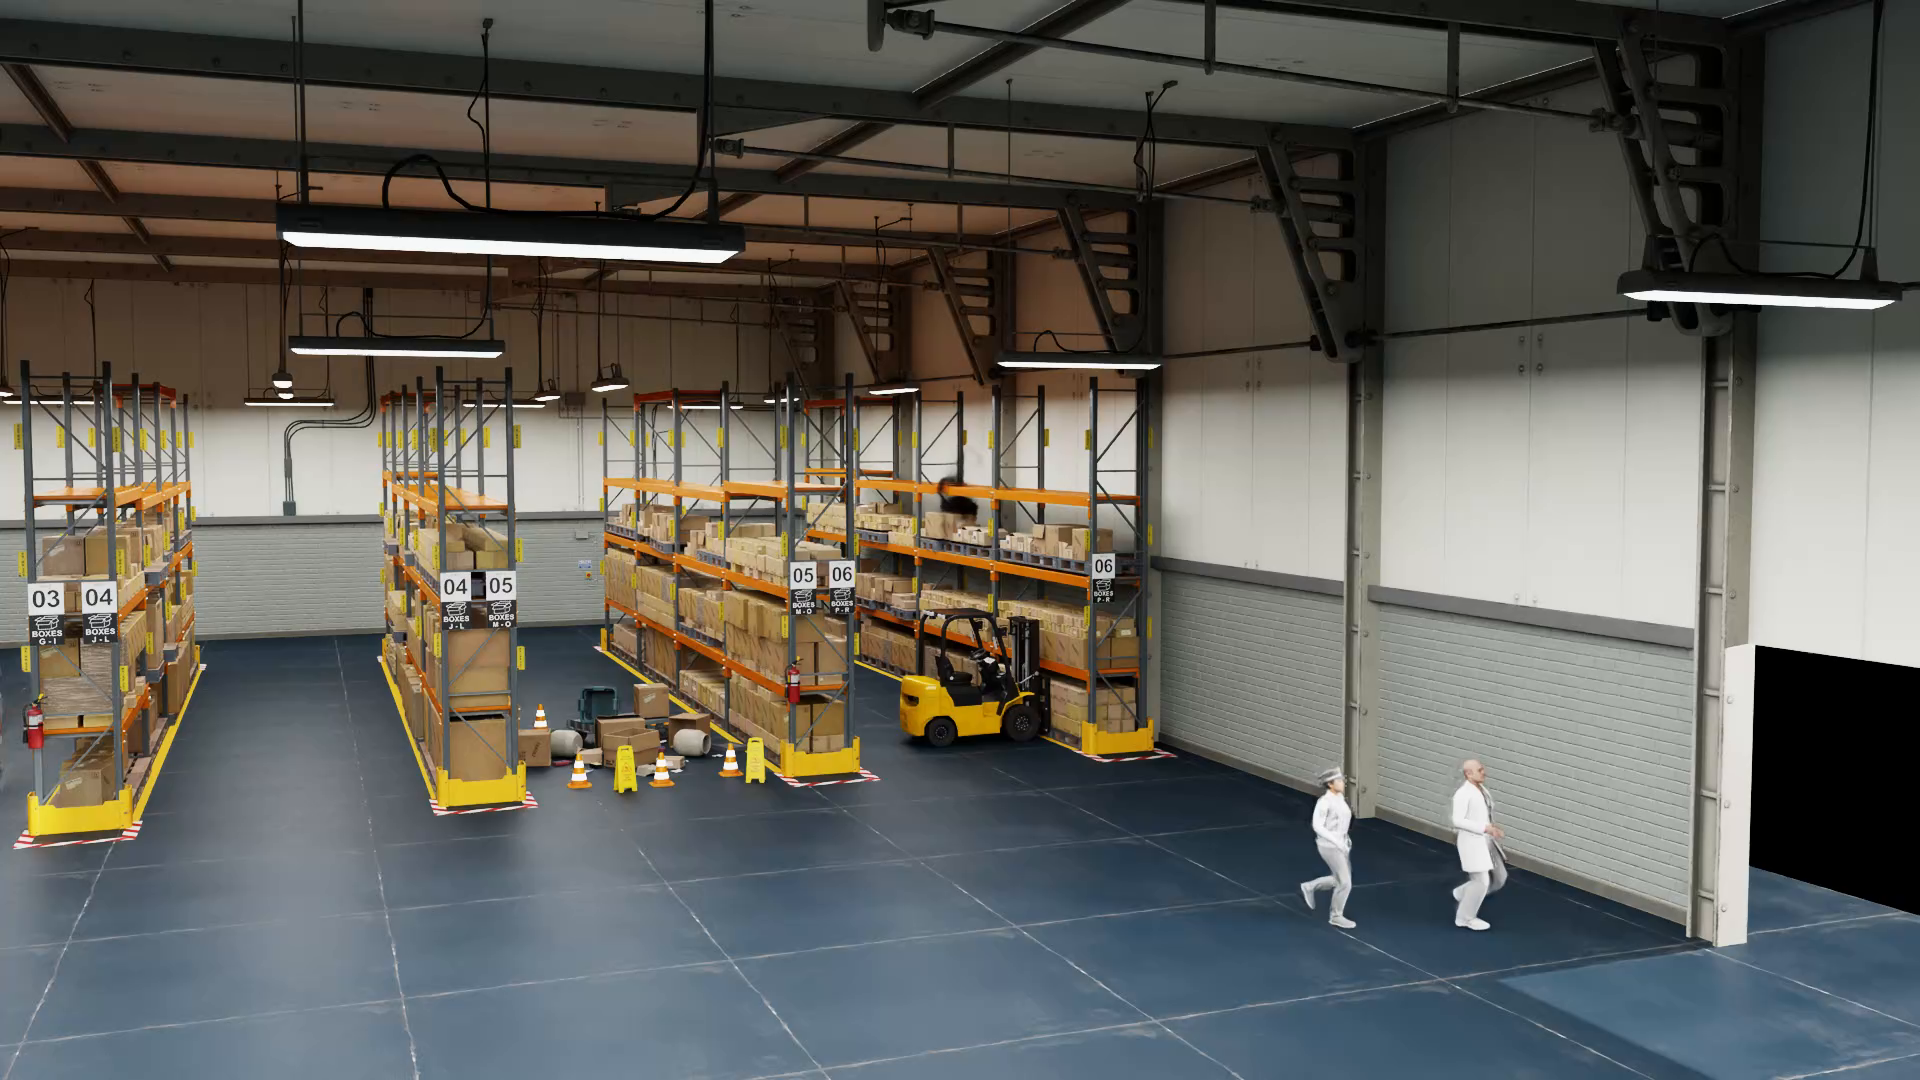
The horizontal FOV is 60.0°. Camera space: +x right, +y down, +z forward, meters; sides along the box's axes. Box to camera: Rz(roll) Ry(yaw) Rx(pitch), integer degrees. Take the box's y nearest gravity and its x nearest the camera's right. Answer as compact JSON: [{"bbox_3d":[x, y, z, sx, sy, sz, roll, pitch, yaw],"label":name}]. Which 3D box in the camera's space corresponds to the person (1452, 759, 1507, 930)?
[{"bbox_3d":[5.306,3.107,16.964,0.649,1.730,0.702,3,5,43],"label":"person"}]

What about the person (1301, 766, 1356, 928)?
[{"bbox_3d":[3.807,3.141,17.130,0.581,1.652,0.642,2,4,32],"label":"person"}]
